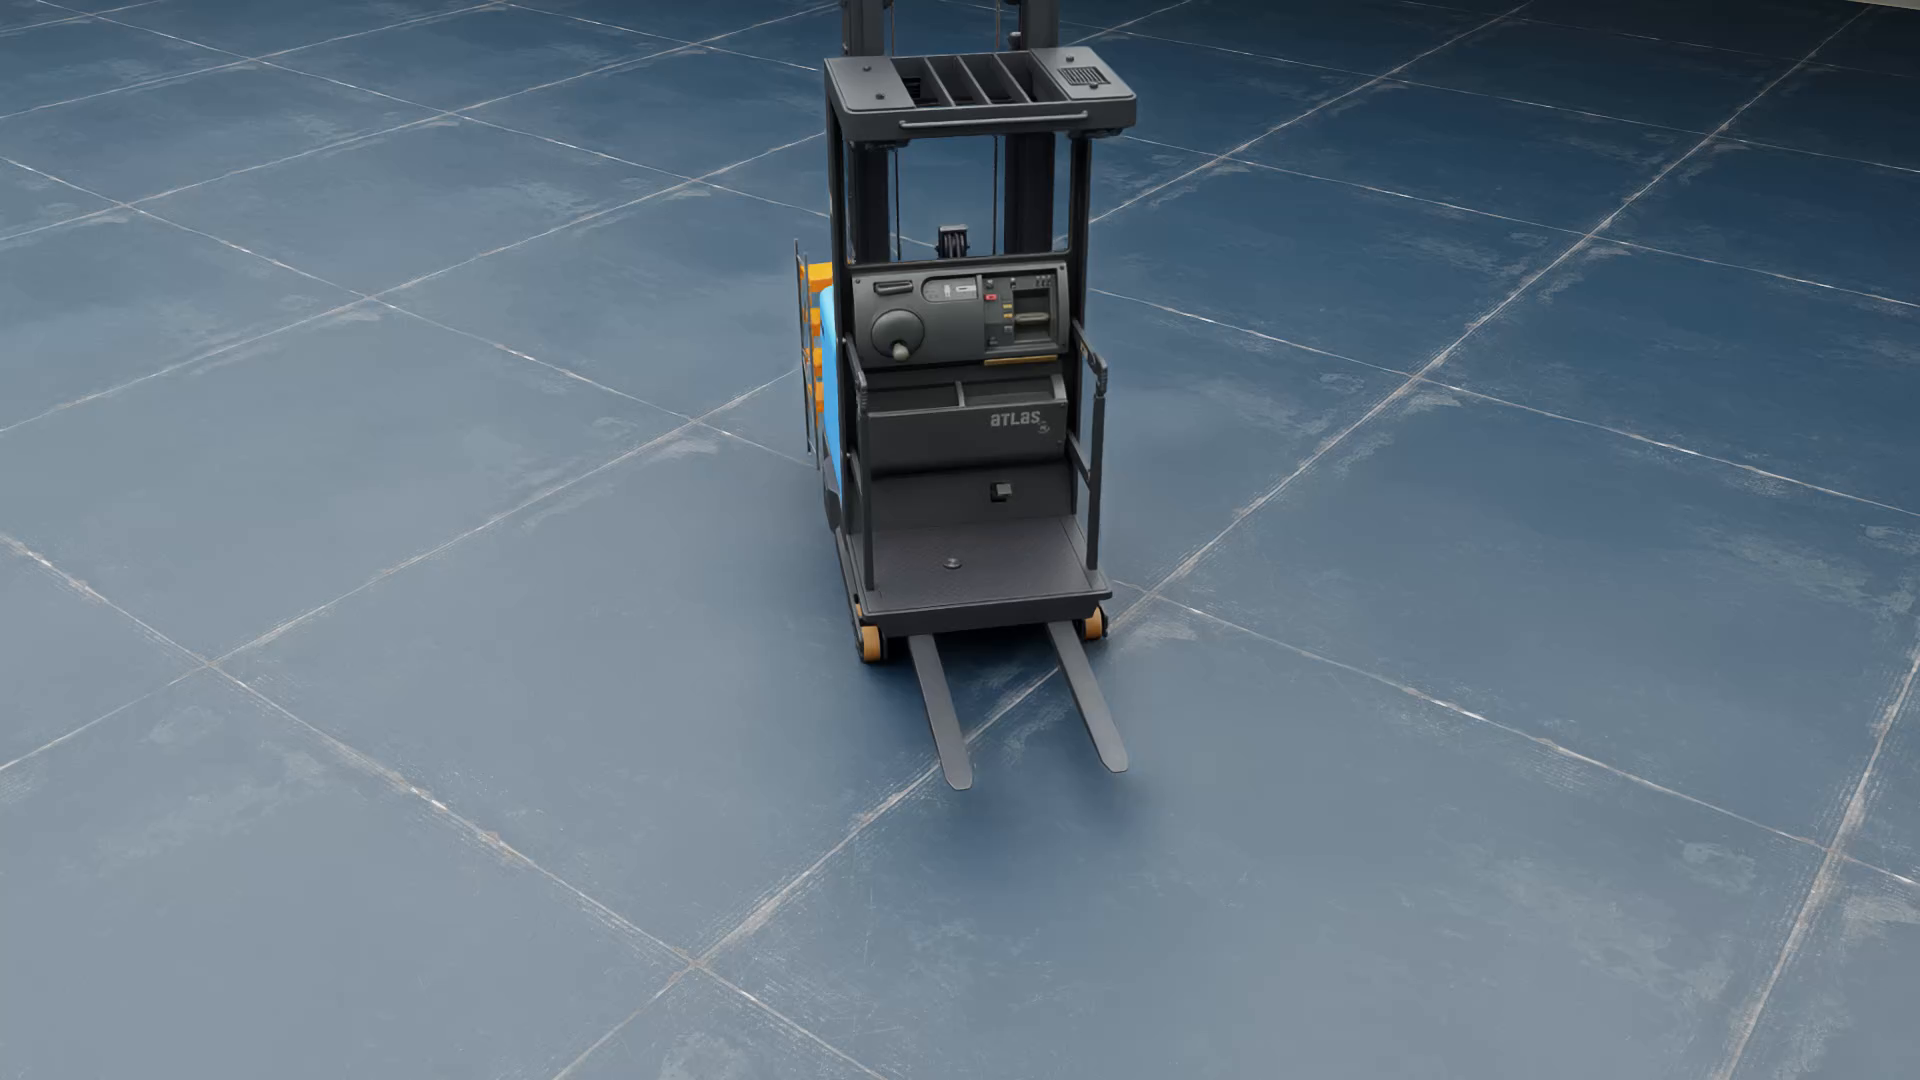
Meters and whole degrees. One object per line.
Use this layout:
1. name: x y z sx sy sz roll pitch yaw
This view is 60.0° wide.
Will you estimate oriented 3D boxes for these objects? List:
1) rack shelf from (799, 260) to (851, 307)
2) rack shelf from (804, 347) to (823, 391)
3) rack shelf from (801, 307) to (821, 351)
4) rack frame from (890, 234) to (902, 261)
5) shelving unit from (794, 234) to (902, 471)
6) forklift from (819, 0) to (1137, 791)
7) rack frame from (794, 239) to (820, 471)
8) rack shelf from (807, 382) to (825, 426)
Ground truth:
1. rack shelf: -0.568 -1.336 8.546 0.480 0.148 0.258 -9 29 -15
2. rack shelf: -0.562 -0.931 8.764 0.480 0.148 0.258 -9 29 -15
3. rack shelf: -0.565 -1.128 8.658 0.480 0.148 0.258 -9 29 -15
4. rack frame: -0.330 -1.027 8.795 0.015 1.200 0.240 -9 29 -15
5. shelving unit: -0.563 -0.990 8.732 0.503 1.200 0.258 -9 29 -15
6. forklift: 0.047 -0.921 6.930 1.130 2.935 3.031 -5 31 -9
7. rack frame: -0.796 -0.953 8.670 0.015 1.200 0.240 -9 29 -15
8. rack shelf: -0.560 -0.756 8.858 0.480 0.148 0.258 -9 29 -15
